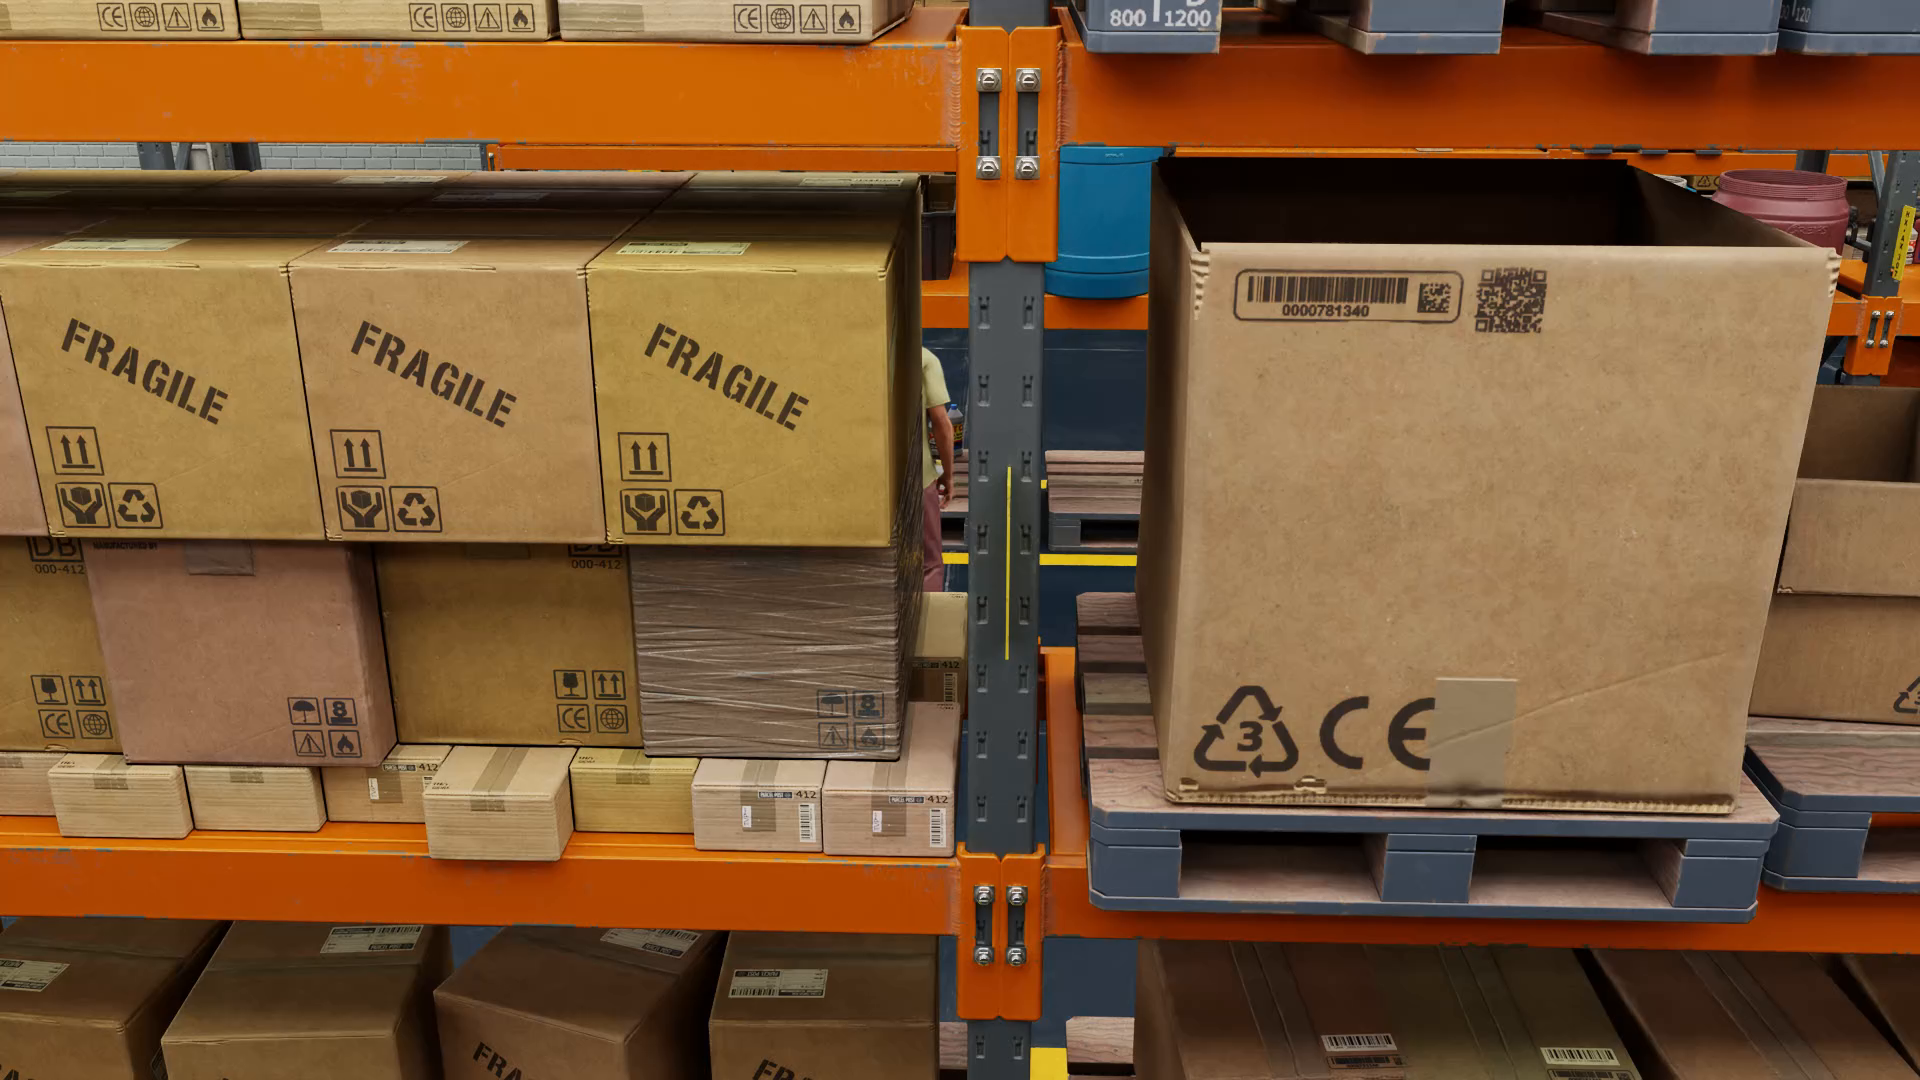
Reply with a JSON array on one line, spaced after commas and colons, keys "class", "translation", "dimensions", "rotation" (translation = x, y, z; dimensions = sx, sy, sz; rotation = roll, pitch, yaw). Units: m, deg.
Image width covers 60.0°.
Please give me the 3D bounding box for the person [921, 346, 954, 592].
[{"class": "person", "translation": [-0.272, -0.236, 6.702], "dimensions": [0.502, 1.673, 0.405], "rotation": [0, 21, 1]}]
